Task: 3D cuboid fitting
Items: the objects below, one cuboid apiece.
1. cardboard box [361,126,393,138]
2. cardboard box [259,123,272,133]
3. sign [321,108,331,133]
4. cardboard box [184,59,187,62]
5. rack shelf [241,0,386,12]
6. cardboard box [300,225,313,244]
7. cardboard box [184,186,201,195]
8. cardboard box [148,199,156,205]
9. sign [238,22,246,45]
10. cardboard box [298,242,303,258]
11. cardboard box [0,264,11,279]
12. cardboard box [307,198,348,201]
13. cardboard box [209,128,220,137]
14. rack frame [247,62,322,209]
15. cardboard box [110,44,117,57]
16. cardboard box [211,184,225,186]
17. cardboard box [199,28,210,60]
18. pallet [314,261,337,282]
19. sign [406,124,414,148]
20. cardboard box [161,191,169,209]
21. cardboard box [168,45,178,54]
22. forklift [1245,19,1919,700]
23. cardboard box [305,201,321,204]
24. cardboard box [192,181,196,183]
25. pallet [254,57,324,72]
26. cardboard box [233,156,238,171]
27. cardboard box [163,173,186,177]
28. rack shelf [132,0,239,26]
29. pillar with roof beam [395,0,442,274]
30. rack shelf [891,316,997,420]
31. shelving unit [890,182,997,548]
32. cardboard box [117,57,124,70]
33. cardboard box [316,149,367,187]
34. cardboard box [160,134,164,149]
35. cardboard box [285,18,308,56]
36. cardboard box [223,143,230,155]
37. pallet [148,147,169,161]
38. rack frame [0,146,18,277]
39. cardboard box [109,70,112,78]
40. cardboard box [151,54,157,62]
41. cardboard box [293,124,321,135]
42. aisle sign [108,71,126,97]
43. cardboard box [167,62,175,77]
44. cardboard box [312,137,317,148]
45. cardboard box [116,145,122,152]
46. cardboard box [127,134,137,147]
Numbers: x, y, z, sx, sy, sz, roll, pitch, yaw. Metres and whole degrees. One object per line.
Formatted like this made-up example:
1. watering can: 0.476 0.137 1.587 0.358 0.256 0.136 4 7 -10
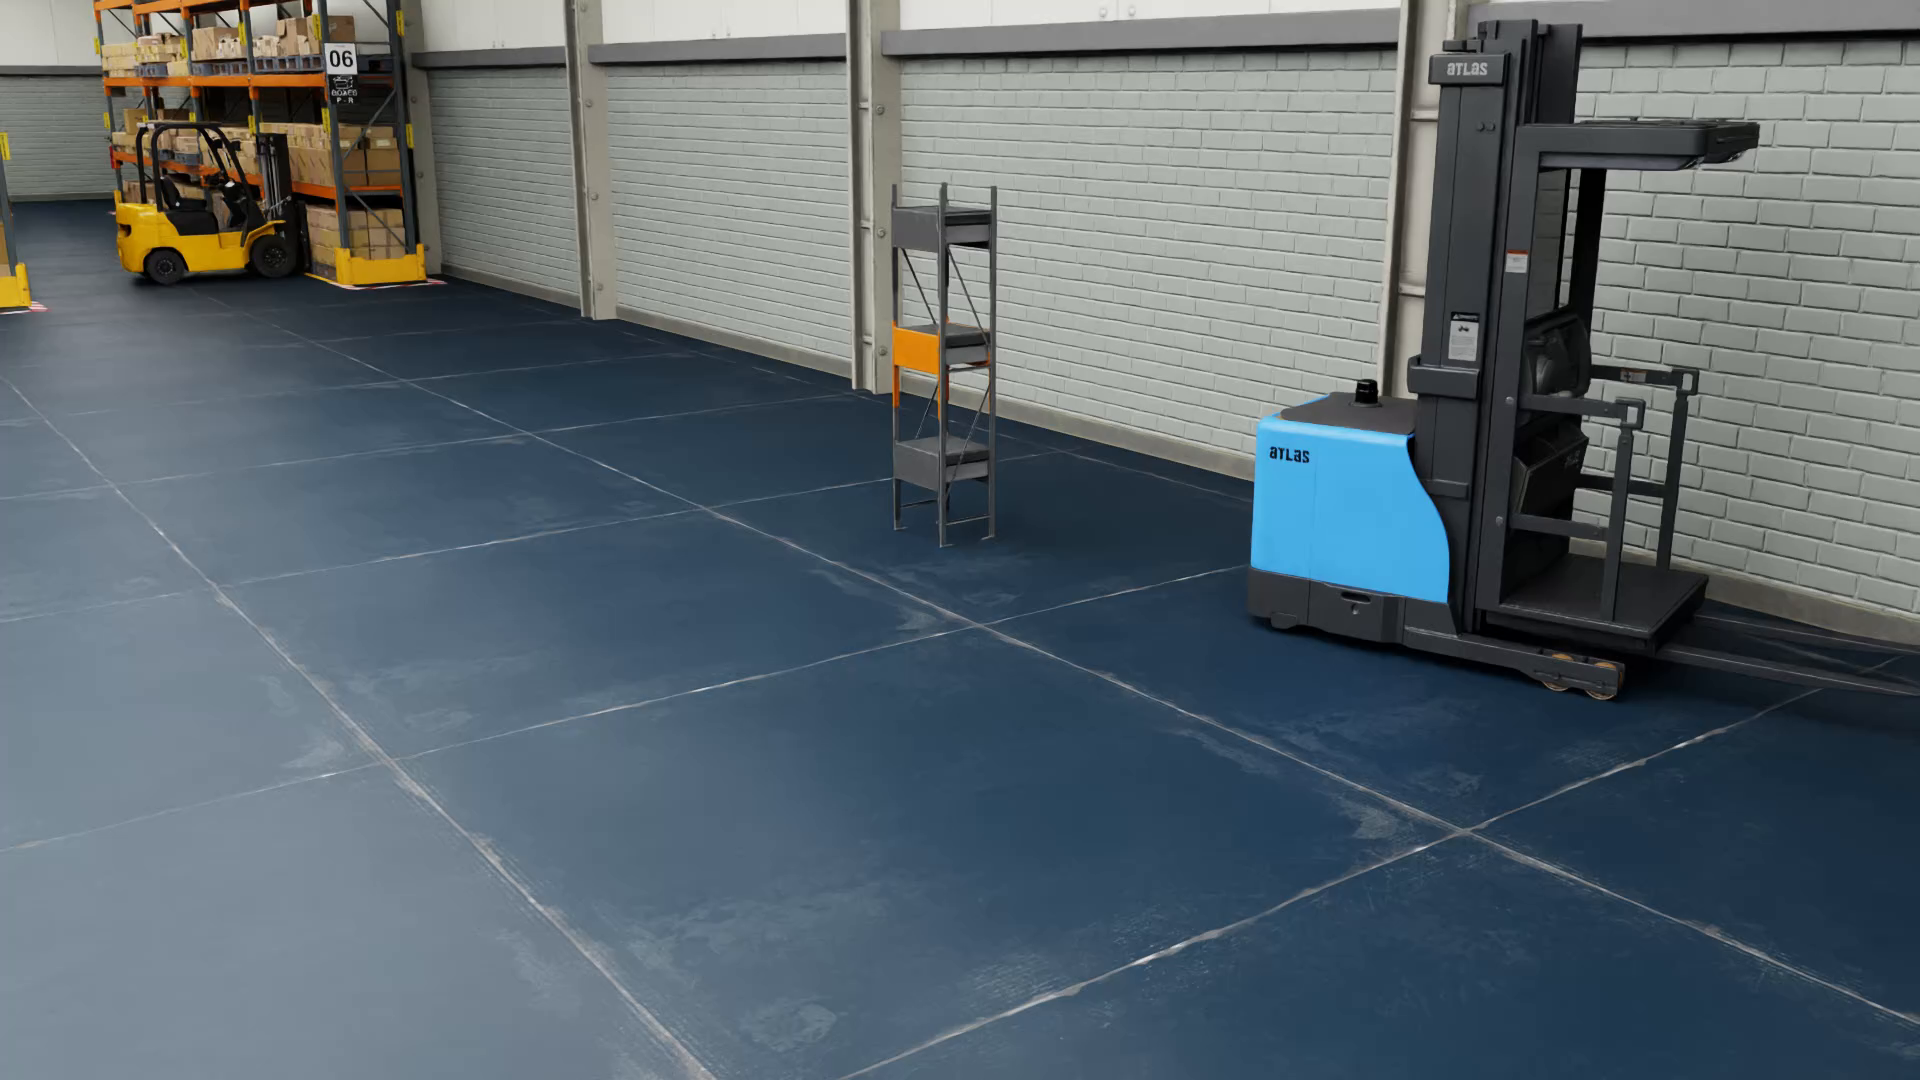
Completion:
1. cardboard box: -8.143 -5.691 23.205 0.380 0.149 0.250 -11 19 -36
2. cardboard box: -10.523 -6.326 25.526 0.380 0.149 0.250 -10 18 -33
3. sign: -8.565 -5.673 22.479 0.100 0.325 0.005 -11 19 -35
4. cardboard box: -13.362 -8.453 29.126 0.380 0.149 0.250 -11 19 -36
5. rack shelf: -9.294 -7.862 23.876 1.077 0.370 4.000 -11 19 -35
6. cardboard box: -9.264 -4.470 24.192 0.500 0.250 0.500 -11 19 -36
7. cardboard box: -14.074 -6.453 30.683 0.380 0.149 0.250 -12 19 -37
8. cardboard box: -15.949 -6.677 33.174 0.396 0.266 0.258 -10 18 -33
9. sign: -10.903 -7.697 25.260 0.100 0.325 0.005 -11 19 -35
10. cardboard box: -9.545 -4.332 24.636 0.500 0.250 0.500 -10 18 -33
11. cardboard box: -12.382 -3.402 21.236 0.500 0.250 0.500 -11 19 -35
12. cardboard box: -9.714 -5.113 25.595 0.500 0.250 0.500 -11 19 -35
13. cardboard box: -12.543 -6.929 28.293 0.380 0.149 0.250 -10 18 -33
14. rack frame: -10.470 -5.936 26.081 1.000 3.000 0.127 -11 19 -35
15. cardboard box: -16.878 -9.907 33.681 0.500 0.250 0.500 -11 19 -35
16. cardboard box: -13.804 -6.591 31.187 0.380 0.149 0.250 -12 19 -37
17. cardboard box: -12.216 -8.251 27.683 0.700 0.500 0.500 -11 19 -36
18. pallet: -8.602 -3.893 23.901 1.003 0.211 1.213 -11 19 -35
19. sign: -7.666 -5.622 23.145 0.100 0.325 0.005 -11 19 -35
20. cardboard box: -15.071 -6.503 32.092 0.500 0.500 0.500 -10 18 -32
21. cardboard box: -13.876 -8.751 29.651 0.380 0.149 0.250 -11 19 -36
22. forklift: 2.951 -0.856 7.650 3.031 2.935 1.130 11 19 34
23. cardboard box: -9.845 -4.927 24.915 0.500 0.250 0.500 -10 18 -33
24. cardboard box: -14.724 -6.920 32.388 0.380 0.149 0.250 -12 19 -37
25. pallet: -9.948 -7.162 25.046 1.003 0.211 1.213 -11 19 -35
26. cardboard box: -11.545 -6.148 27.139 0.500 0.250 0.500 -11 19 -34
27. cardboard box: -15.129 -6.989 32.075 0.380 0.149 0.250 -11 19 -35
28. rack shelf: -13.998 -9.571 30.118 1.077 0.370 4.000 -11 19 -35
29. pillar with roof beam: -11.281 -7.595 20.781 9.100 9.000 0.400 -11 19 -35
30. rack shelf: -0.097 -1.035 9.932 0.431 0.518 0.480 -11 19 -35
31. shelving unit: -0.097 -1.048 9.928 0.431 2.100 0.503 -11 19 -35
32. cardboard box: -16.557 -9.555 33.345 0.500 0.250 0.500 -11 19 -35
33. cardboard box: -8.620 -5.194 23.182 0.500 0.500 0.500 -11 19 -36
34. cardboard box: -14.667 -7.425 30.983 0.396 0.266 0.258 -10 18 -32
35. cardboard box: -9.097 -7.118 23.545 0.700 0.500 0.500 -11 19 -34
36. cardboard box: -11.851 -6.499 27.476 0.500 0.250 0.500 -11 19 -34
37. pallet: -14.792 -7.364 31.662 1.003 0.211 1.213 -11 19 -35
38. rack frame: -12.131 -4.310 20.142 1.000 3.000 0.127 -11 19 -35
39. cardboard box: -17.526 -9.719 34.700 0.380 0.149 0.250 -10 18 -33
40. cardboard box: -14.575 -8.821 30.433 0.380 0.149 0.250 -10 18 -33
41. cardboard box: -9.540 -6.013 24.381 0.380 0.149 0.250 -11 19 -34
42. aisle sign: -17.803 -9.721 34.986 0.394 0.787 0.004 -11 19 -35
43. cardboard box: -13.911 -8.450 29.870 0.500 0.250 0.500 -11 19 -35
44. cardboard box: -8.963 -5.643 23.592 0.380 0.149 0.250 -11 19 -35
45. cardboard box: -17.554 -8.264 35.064 0.380 0.149 0.250 -11 19 -35
46. cardboard box: -16.562 -8.109 33.743 0.500 0.250 0.500 -11 19 -36
